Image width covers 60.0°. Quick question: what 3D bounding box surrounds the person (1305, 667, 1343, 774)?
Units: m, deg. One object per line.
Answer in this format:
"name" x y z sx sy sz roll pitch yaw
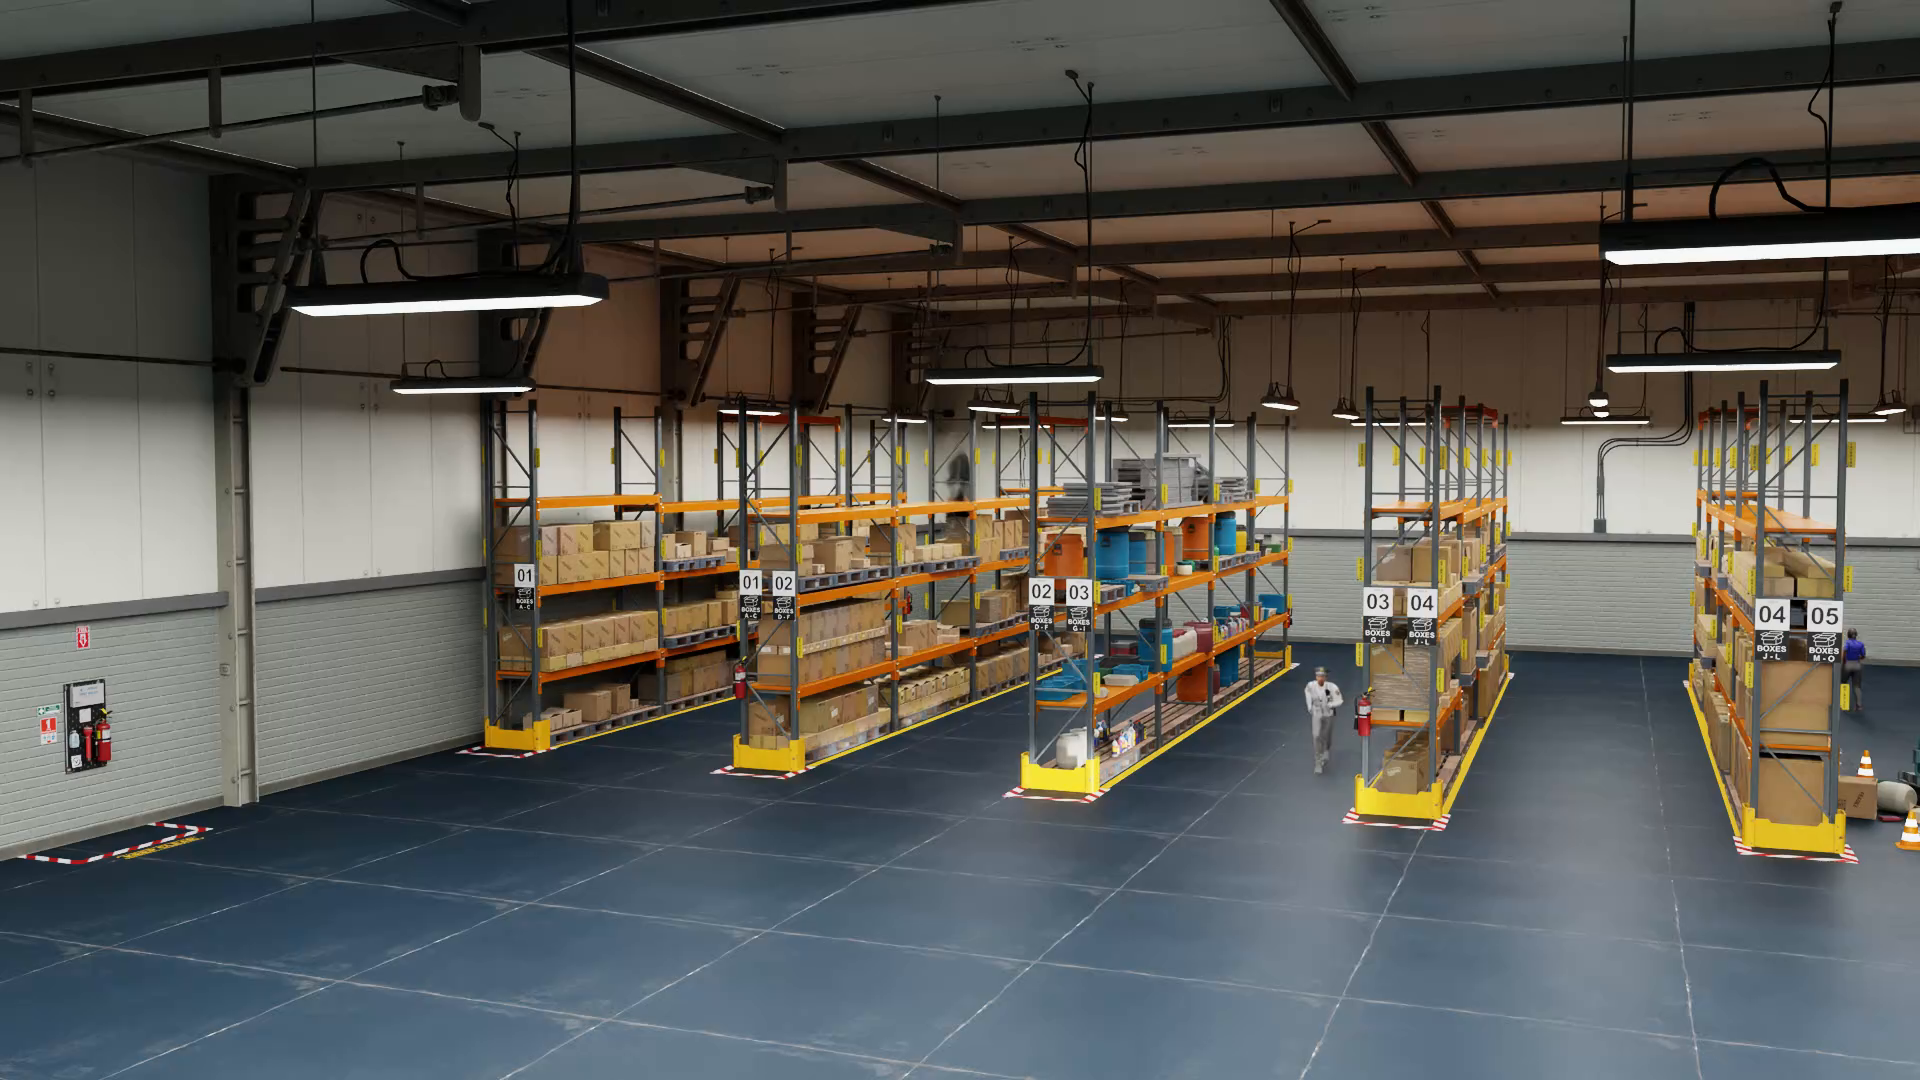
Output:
"person" 5.851 2.861 26.752 0.614 1.695 0.986 1 3 16

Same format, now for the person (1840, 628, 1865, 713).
"person" 17.452 2.579 32.558 0.519 1.707 0.799 1 3 11
